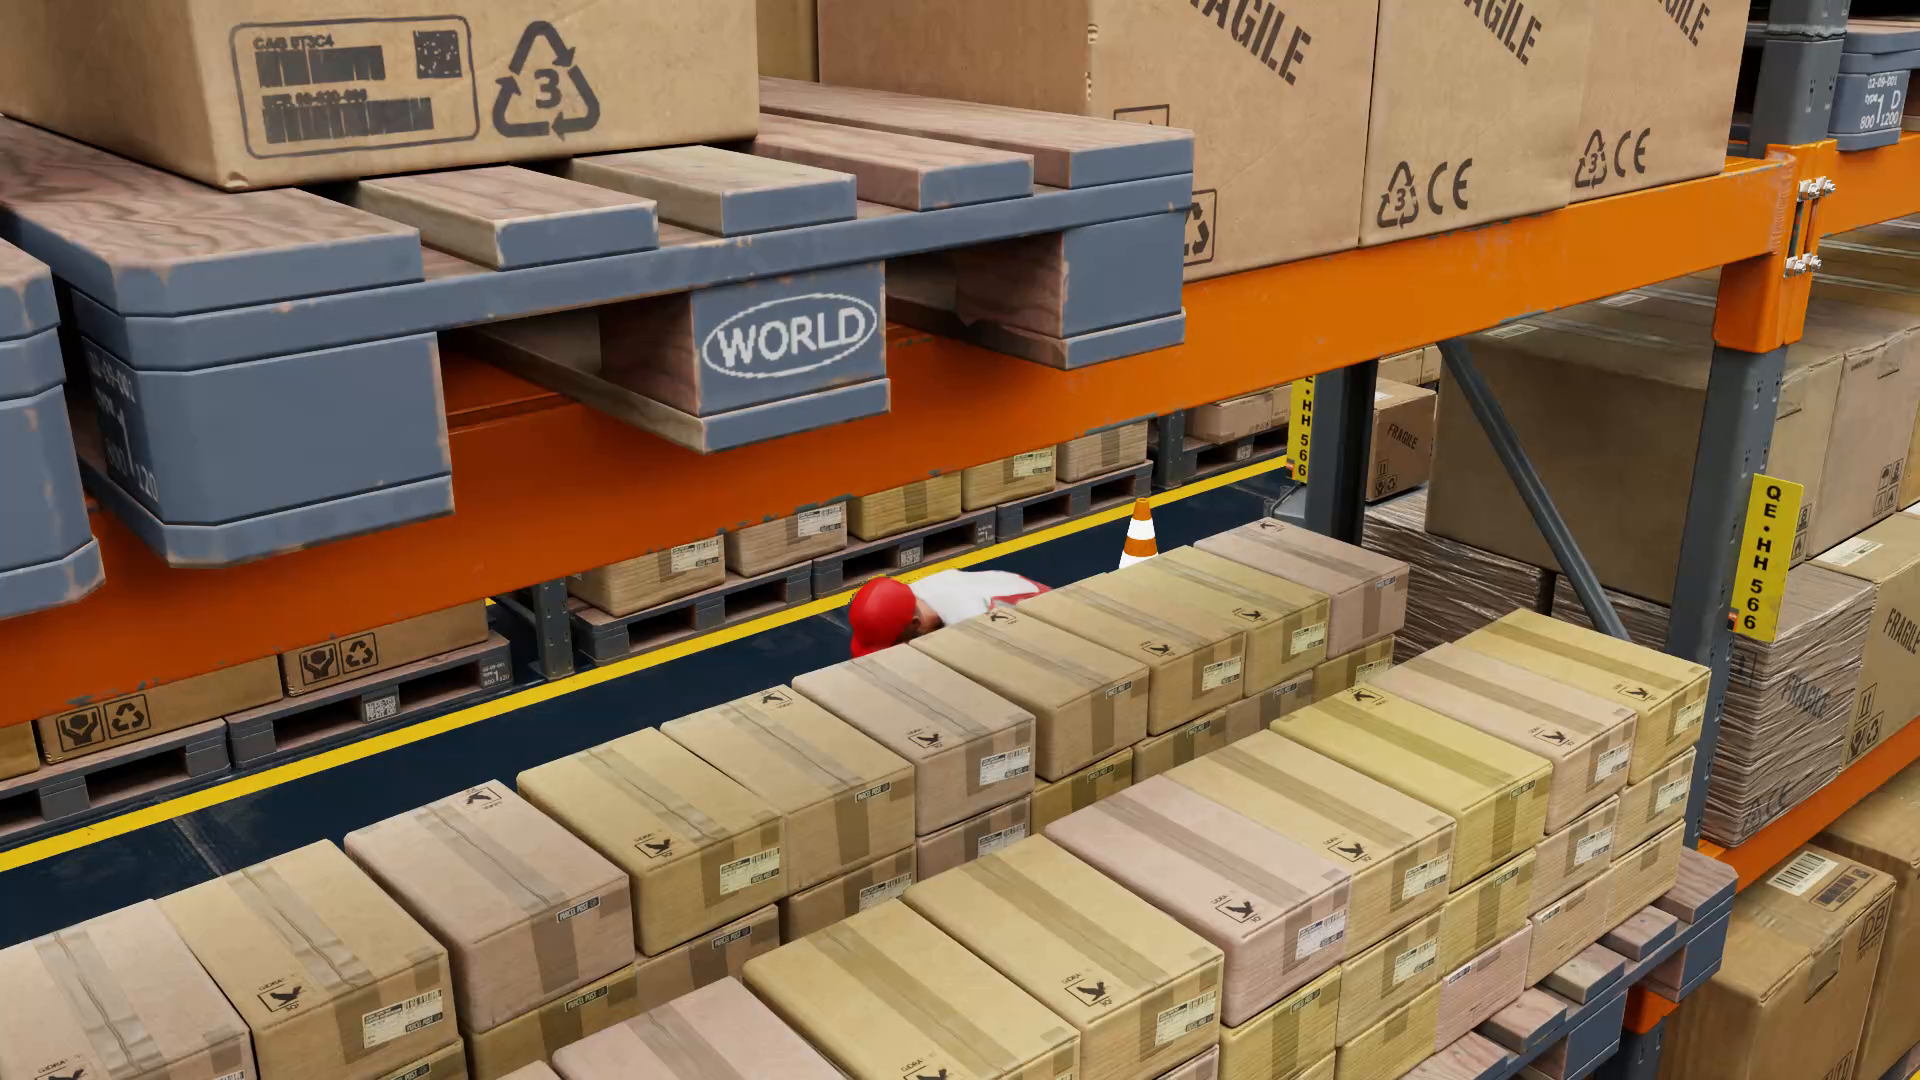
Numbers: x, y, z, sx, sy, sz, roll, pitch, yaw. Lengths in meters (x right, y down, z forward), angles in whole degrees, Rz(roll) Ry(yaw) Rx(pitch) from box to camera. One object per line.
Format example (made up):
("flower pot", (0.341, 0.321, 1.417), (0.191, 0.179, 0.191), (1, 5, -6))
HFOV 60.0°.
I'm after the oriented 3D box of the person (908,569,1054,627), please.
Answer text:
("person", (0.059, 0.654, 5.628), (0.789, 1.213, 0.503), (-18, 27, -39))
